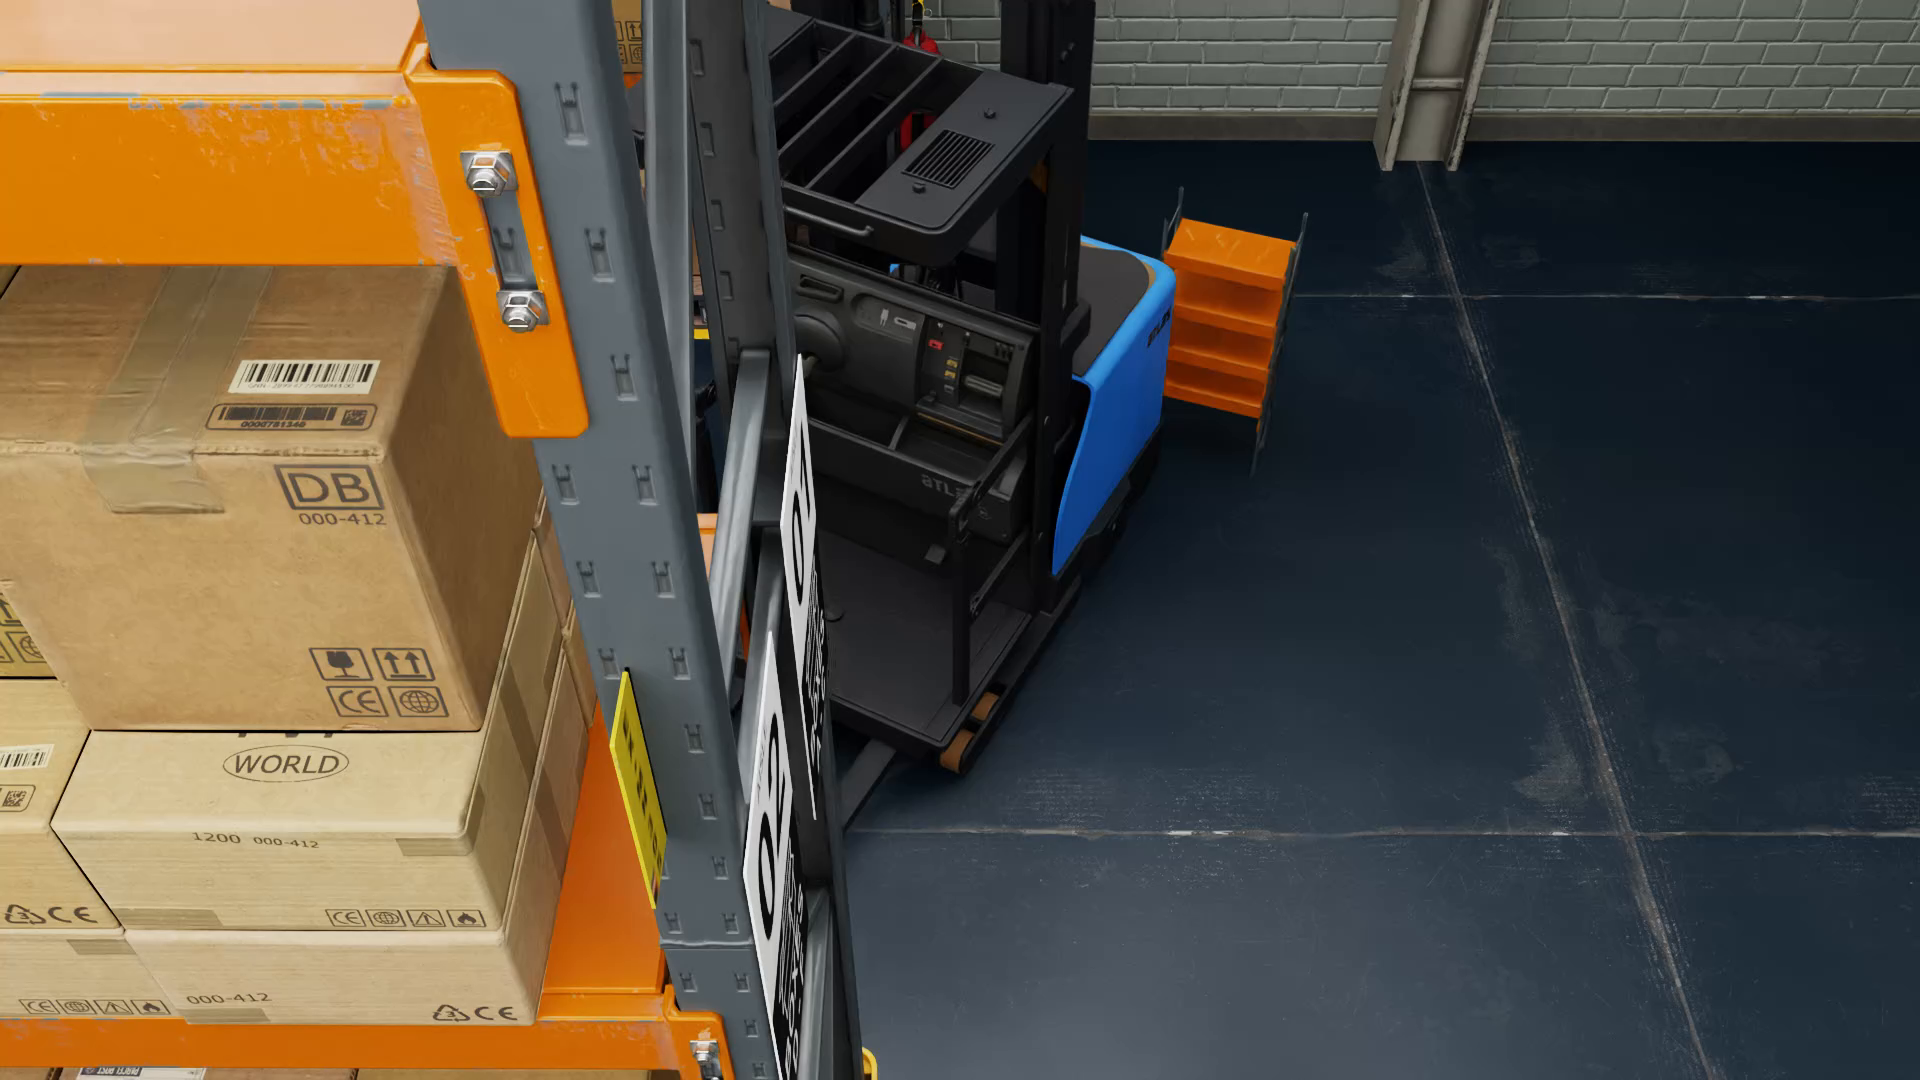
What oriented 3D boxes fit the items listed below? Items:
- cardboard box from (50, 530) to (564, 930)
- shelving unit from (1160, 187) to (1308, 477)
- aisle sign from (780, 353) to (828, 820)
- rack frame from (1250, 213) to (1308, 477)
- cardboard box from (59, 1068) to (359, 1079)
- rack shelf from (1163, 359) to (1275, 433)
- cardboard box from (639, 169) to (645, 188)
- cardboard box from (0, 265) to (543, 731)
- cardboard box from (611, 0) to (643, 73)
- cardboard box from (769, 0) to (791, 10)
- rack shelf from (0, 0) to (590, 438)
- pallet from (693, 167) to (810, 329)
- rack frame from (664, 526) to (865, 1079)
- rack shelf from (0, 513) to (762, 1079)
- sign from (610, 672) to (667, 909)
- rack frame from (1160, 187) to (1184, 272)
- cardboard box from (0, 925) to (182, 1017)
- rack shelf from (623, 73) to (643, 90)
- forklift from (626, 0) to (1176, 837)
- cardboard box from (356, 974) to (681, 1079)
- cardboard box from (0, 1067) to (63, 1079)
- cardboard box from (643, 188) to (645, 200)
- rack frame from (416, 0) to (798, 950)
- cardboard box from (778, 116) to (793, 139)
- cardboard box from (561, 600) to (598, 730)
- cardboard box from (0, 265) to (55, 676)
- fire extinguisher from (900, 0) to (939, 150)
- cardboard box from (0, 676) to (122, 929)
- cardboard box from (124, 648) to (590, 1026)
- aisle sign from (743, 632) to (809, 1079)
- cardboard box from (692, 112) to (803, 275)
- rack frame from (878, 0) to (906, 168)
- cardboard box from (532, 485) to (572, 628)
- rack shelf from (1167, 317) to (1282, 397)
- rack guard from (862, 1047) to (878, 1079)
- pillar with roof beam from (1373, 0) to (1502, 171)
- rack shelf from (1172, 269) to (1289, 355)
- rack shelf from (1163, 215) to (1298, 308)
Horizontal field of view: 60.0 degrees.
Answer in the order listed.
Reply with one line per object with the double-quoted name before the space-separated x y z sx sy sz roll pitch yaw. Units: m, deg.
"cardboard box" -0.850 0.247 2.263 0.500 0.250 0.500 0 47 0
"shelving unit" 1.054 -0.821 6.775 0.503 1.200 0.258 15 49 14
"aisle sign" -0.266 0.103 2.910 0.004 0.787 0.394 0 47 0
"rack frame" 1.282 -0.759 6.717 0.015 1.200 0.240 15 49 14
"cardboard box" -1.287 1.028 3.073 0.500 0.500 0.500 1 47 1
"rack shelf" 1.054 -0.640 6.970 0.480 0.148 0.258 15 49 14
"cardboard box" -1.406 -1.731 7.370 0.250 0.149 0.380 1 47 1
"cardboard box" -0.849 -0.183 2.151 0.500 0.500 0.700 0 47 0
"cardboard box" -1.558 -2.513 6.915 0.700 0.700 0.980 0 47 0
"cardboard box" -0.831 -2.519 6.921 0.700 0.700 0.980 2 47 2
"rack shelf" -2.336 -0.600 1.735 4.000 0.370 1.077 0 47 0
"pallet" -1.121 -1.417 8.006 1.213 0.211 1.003 0 47 0
"rack frame" -0.336 1.203 3.661 0.127 3.000 1.000 0 47 0
"rack shelf" -2.336 0.421 2.832 4.000 0.370 1.077 0 47 0
"sign" -0.358 0.286 1.861 0.005 0.325 0.100 0 47 0
"rack frame" 0.825 -0.883 6.833 0.015 1.200 0.240 15 49 14
"cardboard box" -1.350 0.415 2.449 0.500 0.250 0.500 0 47 0
"rack shelf" -2.321 -2.183 7.305 4.000 0.370 1.077 0 47 0
"forklift" -0.305 -0.538 5.329 1.130 2.935 3.031 22 51 19
"cardboard box" -0.782 1.029 3.073 0.500 0.500 0.500 0 47 0
"cardboard box" -1.805 1.030 3.071 0.500 0.500 0.500 1 47 1
"cardboard box" -1.522 -1.644 7.733 0.500 0.500 0.700 0 47 0
"rack frame" -0.336 -0.841 1.466 0.127 3.000 1.000 0 47 0
"cardboard box" -0.895 -2.010 7.630 0.250 0.149 0.380 0 47 0
"cardboard box" -0.848 0.045 2.793 0.500 0.250 0.500 0 47 0
"cardboard box" -1.349 -0.246 2.210 0.500 0.500 0.700 0 47 0
"fire extinguisher" -0.172 -1.931 6.887 0.183 0.674 0.296 0 47 0
"cardboard box" -1.350 0.246 2.264 0.500 0.250 0.500 0 47 0
"cardboard box" -0.850 0.424 2.440 0.500 0.250 0.500 0 47 0
"aisle sign" -0.268 0.542 2.501 0.004 0.787 0.394 0 47 0
"cardboard box" -1.021 -1.643 7.731 0.500 0.500 0.700 0 47 0
"rack frame" -0.321 -2.423 7.037 0.127 3.000 1.000 0 47 0
"cardboard box" -0.848 -0.130 2.614 0.500 0.250 0.500 0 47 0
"rack shelf" 1.054 -0.775 6.824 0.480 0.148 0.258 15 49 14
"rack guard" -0.412 2.055 4.577 0.348 0.500 1.175 0 47 0
"pillar with roof beam" 2.366 -1.941 2.490 0.400 9.000 9.100 0 47 0
"rack shelf" 1.054 -0.928 6.661 0.480 0.148 0.258 15 49 14
"rack shelf" 1.054 -1.089 6.488 0.480 0.148 0.258 15 49 14
